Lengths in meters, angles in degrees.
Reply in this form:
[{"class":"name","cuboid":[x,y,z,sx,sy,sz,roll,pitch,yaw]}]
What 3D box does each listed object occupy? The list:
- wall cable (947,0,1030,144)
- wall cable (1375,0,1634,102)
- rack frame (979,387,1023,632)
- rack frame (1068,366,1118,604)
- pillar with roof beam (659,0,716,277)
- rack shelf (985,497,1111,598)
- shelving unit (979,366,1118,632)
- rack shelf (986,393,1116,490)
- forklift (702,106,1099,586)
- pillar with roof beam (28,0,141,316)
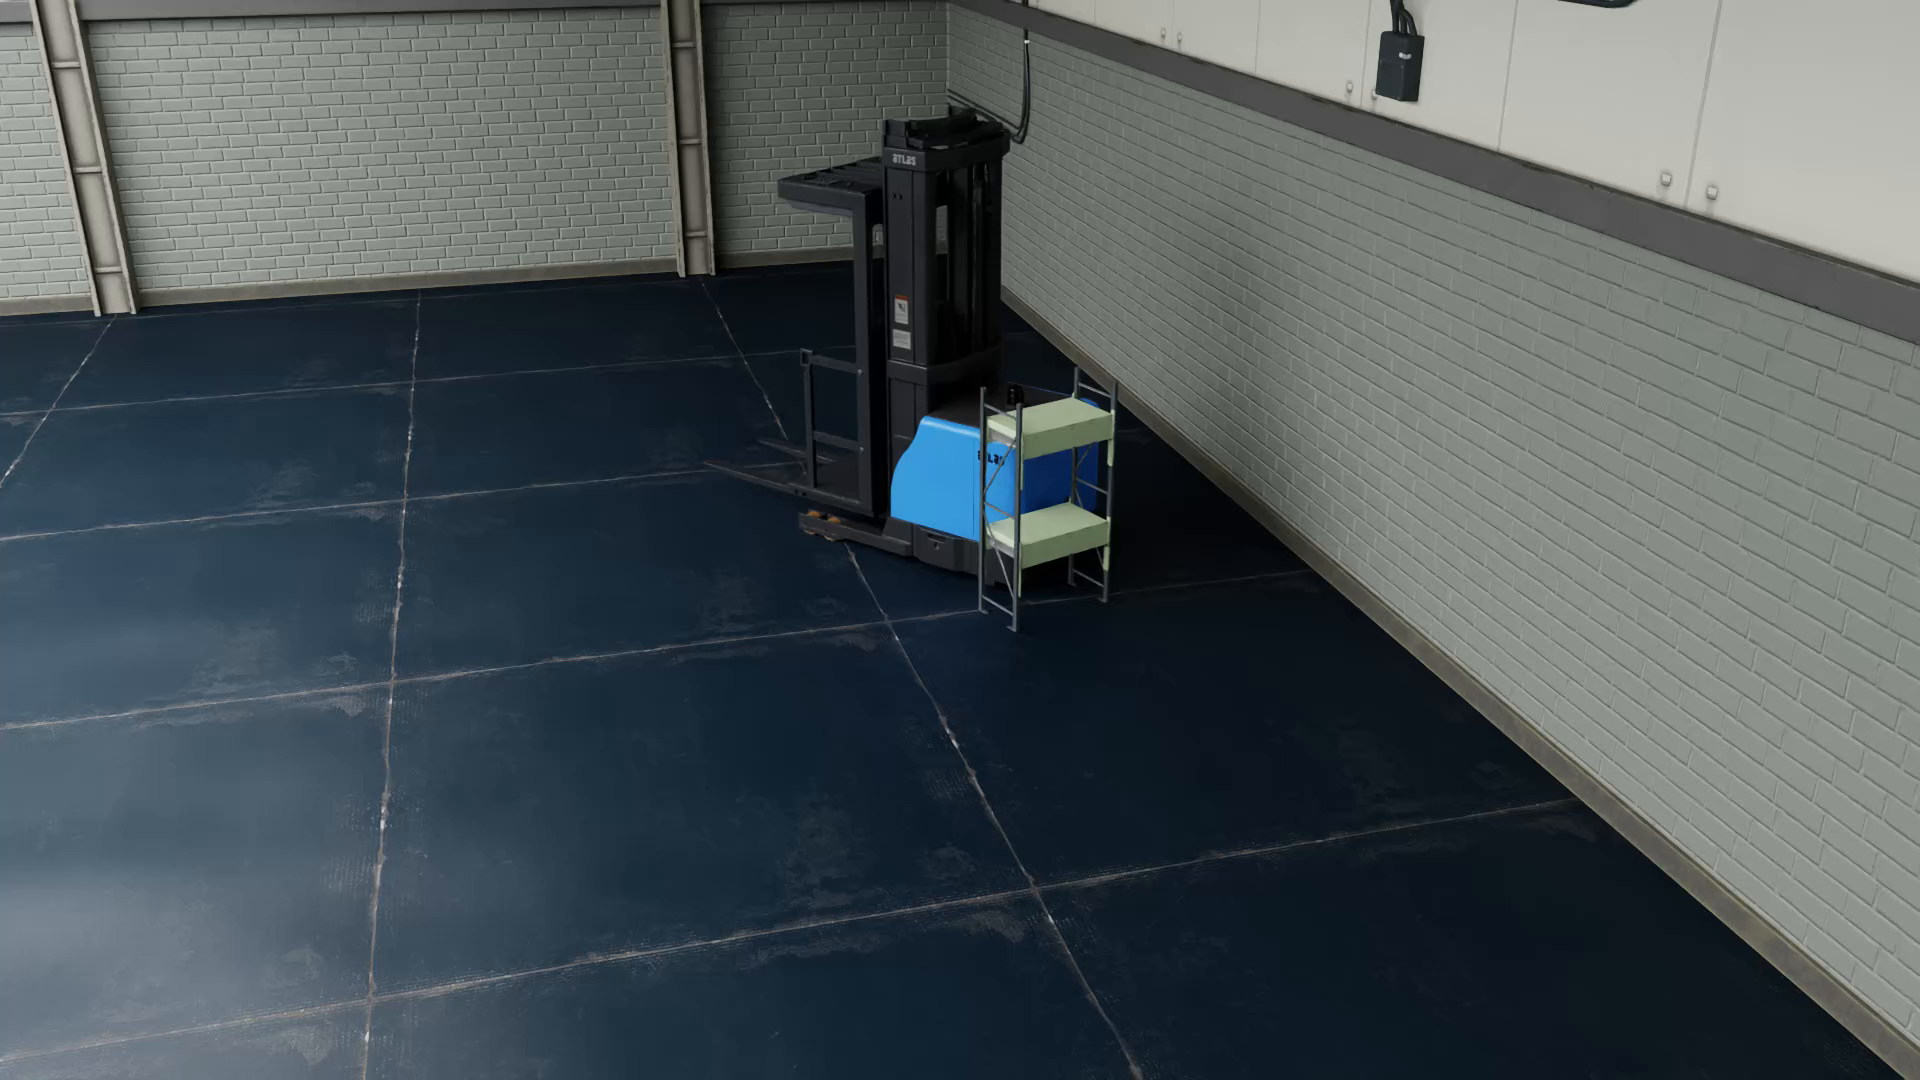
[{"class":"wall cable","cuboid":[0.217,-5.541,17.189,0.112,2.526,3.097,-6,24,-14]},{"class":"wall cable","cuboid":[2.766,-4.925,7.503,0.169,6.003,2.305,-6,24,-14]},{"class":"rack frame","cuboid":[0.246,-0.177,10.258,0.023,1.500,0.400,-15,28,-32]},{"class":"rack frame","cuboid":[0.845,-0.343,10.644,0.023,1.500,0.400,-15,28,-32]},{"class":"pillar with roof beam","cuboid":[-1.814,-5.522,13.207,0.400,9.000,9.100,-6,24,-14]},{"class":"rack shelf","cuboid":[0.545,0.039,10.581,0.720,0.370,0.431,-15,28,-32]},{"class":"shelving unit","cuboid":[0.545,-0.260,10.451,0.755,1.500,0.431,-15,28,-32]},{"class":"rack shelf","cuboid":[0.546,-0.618,10.296,0.720,0.370,0.431,-15,28,-32]},{"class":"forklift","cuboid":[-0.533,-1.489,11.503,3.031,2.935,1.130,16,28,33]},{"class":"pillar with roof beam","cuboid":[-7.591,-4.883,11.717,0.400,9.000,9.100,-6,24,-14]}]
